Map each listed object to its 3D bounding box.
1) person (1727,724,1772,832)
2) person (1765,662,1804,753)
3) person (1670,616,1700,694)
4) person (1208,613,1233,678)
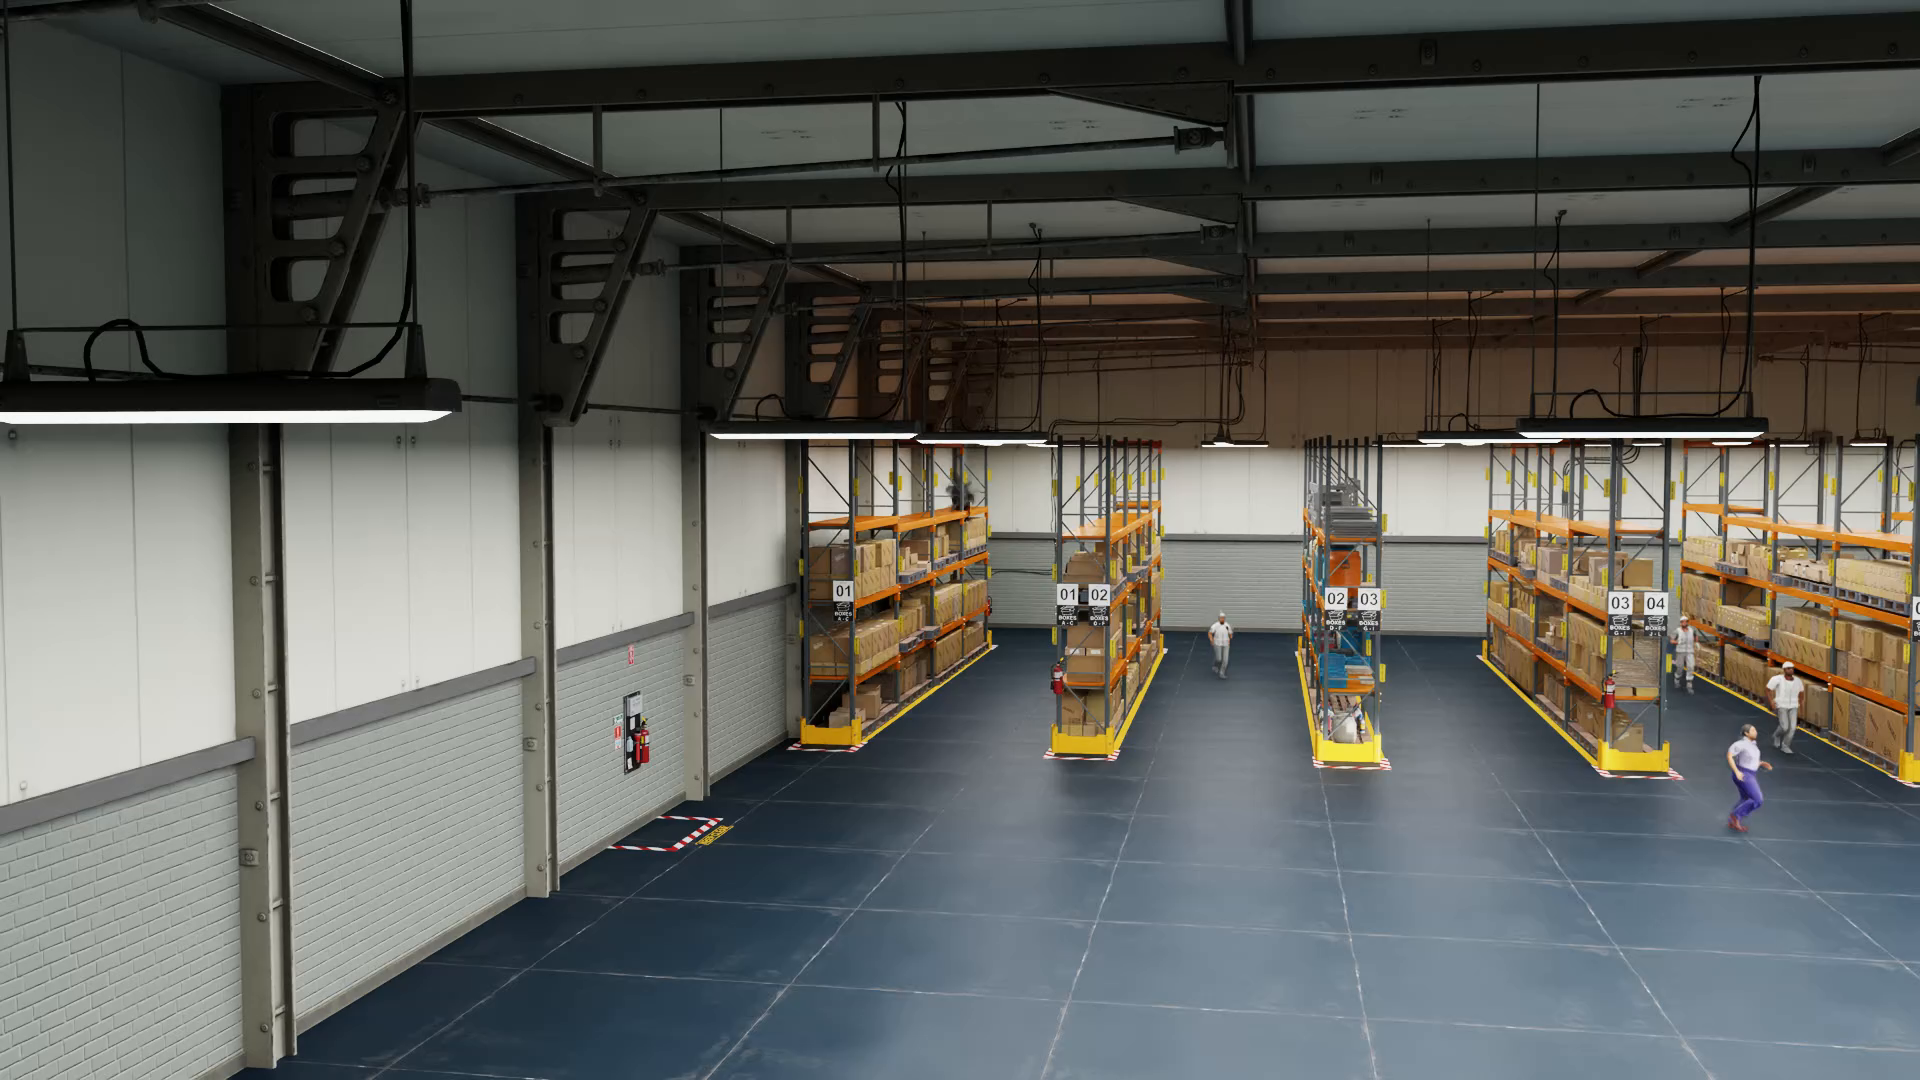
[{"bbox_3d":[11.834,3.561,24.939,0.578,1.617,0.612,2,4,37],"label":"person"},{"bbox_3d":[15.640,3.157,31.491,0.693,1.726,0.546,0,3,5],"label":"person"},{"bbox_3d":[17.144,2.688,39.304,0.668,1.775,0.992,1,3,13],"label":"person"},{"bbox_3d":[6.581,2.657,41.838,0.611,1.625,0.546,0,3,-4],"label":"person"}]
